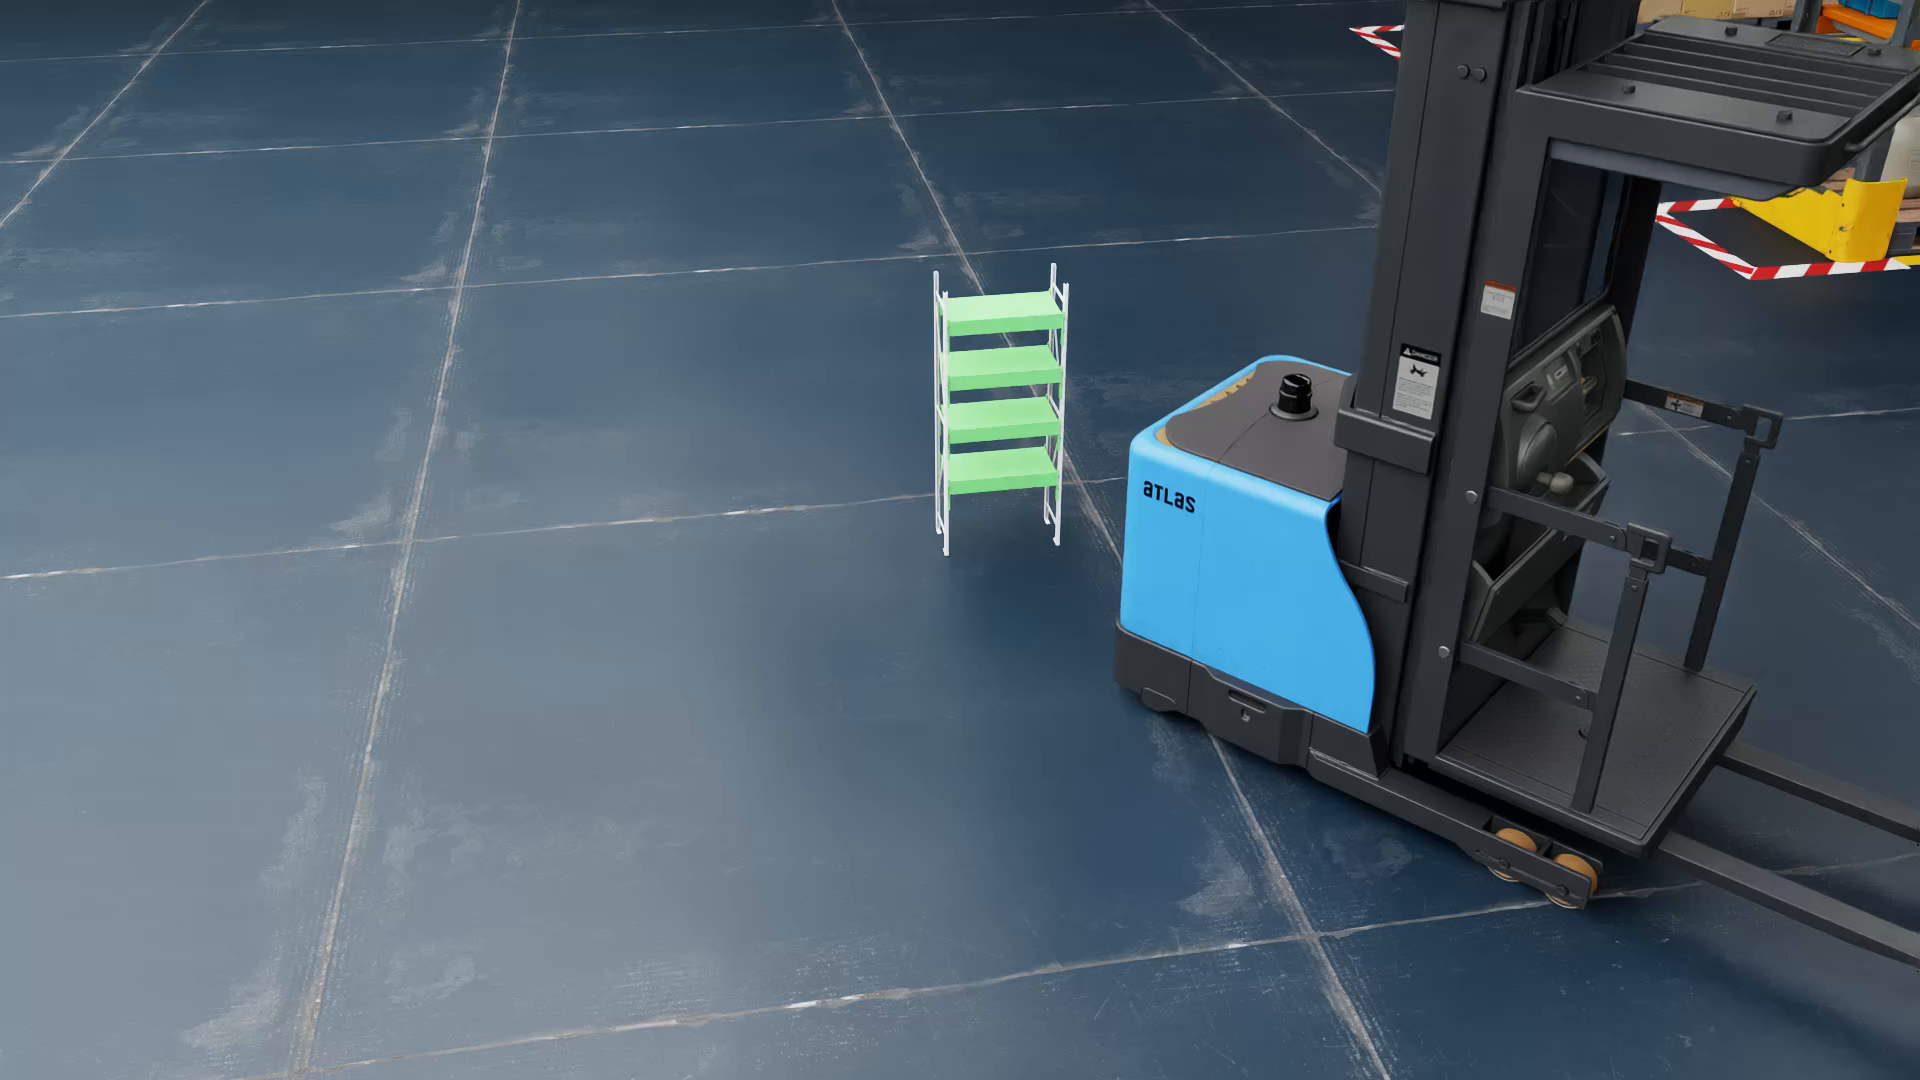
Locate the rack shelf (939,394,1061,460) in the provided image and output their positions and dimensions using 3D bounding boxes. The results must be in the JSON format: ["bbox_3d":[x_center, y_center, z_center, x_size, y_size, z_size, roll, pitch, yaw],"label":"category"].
[{"bbox_3d":[0.163,-0.477,7.004,0.480,0.148,0.258,-5,31,-9],"label":"rack shelf"}]

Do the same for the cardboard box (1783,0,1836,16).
[{"bbox_3d":[7.472,-4.887,14.901,0.500,0.250,0.500,-5,31,-9],"label":"cardboard box"}]

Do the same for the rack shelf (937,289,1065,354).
[{"bbox_3d":[0.163,-0.891,6.761,0.480,0.148,0.258,-5,31,-9],"label":"rack shelf"}]

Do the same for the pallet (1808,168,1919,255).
[{"bbox_3d":[6.203,-2.148,10.695,1.213,0.211,1.003,-5,31,-9],"label":"pallet"}]

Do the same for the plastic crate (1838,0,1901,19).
[{"bbox_3d":[5.775,-3.379,10.184,0.616,0.251,0.499,-5,31,-9],"label":"plastic crate"}]

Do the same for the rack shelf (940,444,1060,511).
[{"bbox_3d":[0.163,-0.270,7.126,0.480,0.148,0.258,-5,31,-9],"label":"rack shelf"}]

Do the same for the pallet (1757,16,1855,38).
[{"bbox_3d":[7.593,-4.830,15.256,1.213,0.211,1.003,-5,31,-9],"label":"pallet"}]

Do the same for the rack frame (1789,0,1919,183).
[{"bbox_3d":[5.337,-3.248,9.815,0.127,3.000,1.000,-5,31,-9],"label":"rack frame"}]

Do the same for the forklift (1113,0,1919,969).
[{"bbox_3d":[2.031,-0.403,5.043,3.031,2.935,1.130,23,37,33],"label":"forklift"}]

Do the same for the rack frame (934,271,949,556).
[{"bbox_3d":[-0.077,-0.510,6.934,0.015,1.200,0.240,-5,31,-9],"label":"rack frame"}]

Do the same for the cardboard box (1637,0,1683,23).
[{"bbox_3d":[5.999,-4.745,14.659,0.500,0.250,0.500,-5,31,-9],"label":"cardboard box"}]

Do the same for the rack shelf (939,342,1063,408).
[{"bbox_3d":[0.163,-0.684,6.882,0.480,0.148,0.258,-5,31,-9],"label":"rack shelf"}]

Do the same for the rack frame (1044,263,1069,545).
[{"bbox_3d":[0.403,-0.555,7.009,0.015,1.200,0.240,-5,31,-9],"label":"rack frame"}]

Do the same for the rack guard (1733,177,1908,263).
[{"bbox_3d":[5.403,-2.201,10.500,0.348,0.500,1.175,-5,31,-9],"label":"rack guard"}]

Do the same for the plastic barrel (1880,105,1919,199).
[{"bbox_3d":[5.970,-2.455,10.506,0.421,0.512,0.421,0,30,0],"label":"plastic barrel"}]

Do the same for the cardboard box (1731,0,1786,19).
[{"bbox_3d":[6.983,-4.834,14.811,0.500,0.250,0.500,-5,31,-9],"label":"cardboard box"}]

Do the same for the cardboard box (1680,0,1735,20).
[{"bbox_3d":[6.491,-4.788,14.732,0.500,0.250,0.500,-5,31,-9],"label":"cardboard box"}]

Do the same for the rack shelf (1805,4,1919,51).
[{"bbox_3d":[7.304,-3.121,10.308,4.000,0.370,1.077,-5,31,-9],"label":"rack shelf"}]

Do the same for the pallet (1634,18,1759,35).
[{"bbox_3d":[6.390,-4.717,15.063,1.213,0.211,1.003,-5,31,-9],"label":"pallet"}]

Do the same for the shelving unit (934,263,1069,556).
[{"bbox_3d":[0.163,-0.532,6.972,0.503,1.200,0.258,-5,31,-9],"label":"shelving unit"}]

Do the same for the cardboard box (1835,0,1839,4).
[{"bbox_3d":[7.966,-4.928,14.970,0.500,0.250,0.500,-5,31,-9],"label":"cardboard box"}]
